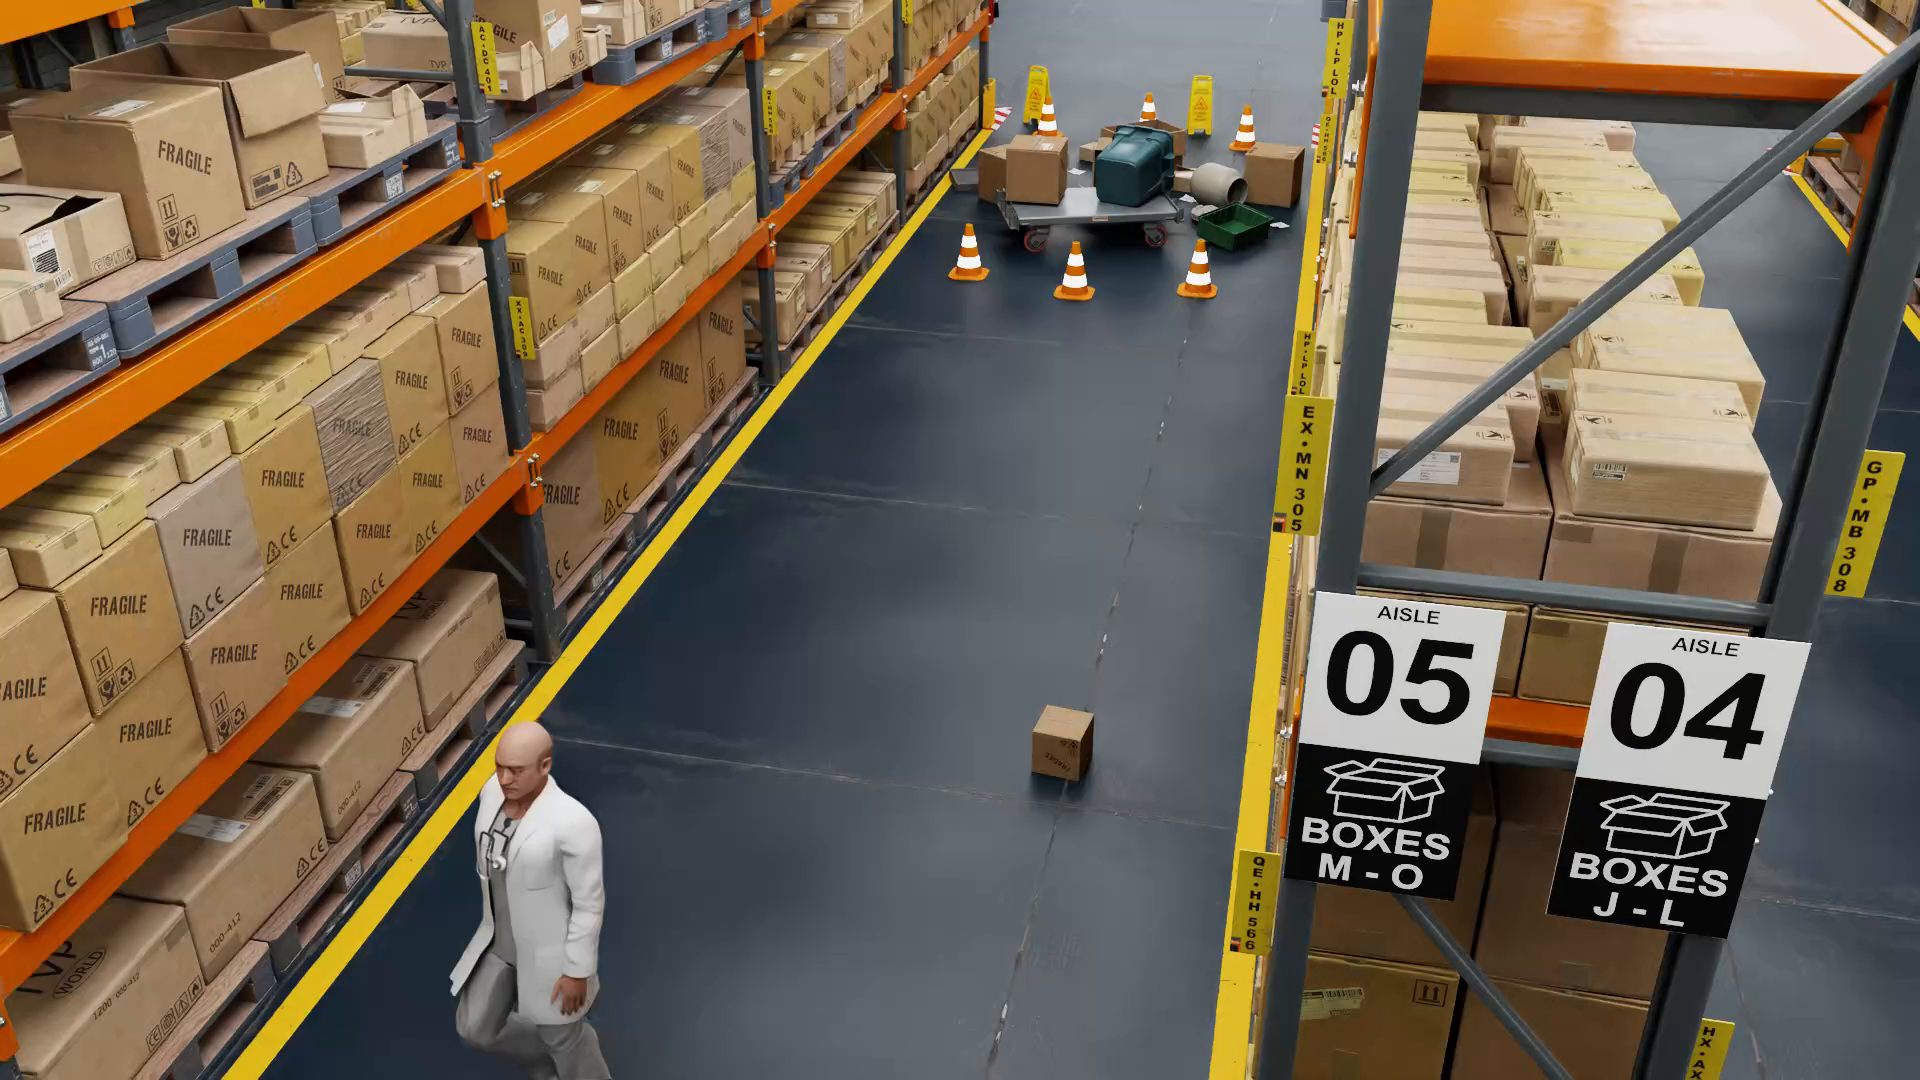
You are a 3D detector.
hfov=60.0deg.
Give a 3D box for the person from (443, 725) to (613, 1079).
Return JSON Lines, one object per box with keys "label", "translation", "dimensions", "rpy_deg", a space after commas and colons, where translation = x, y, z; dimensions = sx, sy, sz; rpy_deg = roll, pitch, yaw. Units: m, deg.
{"label": "person", "translation": [-1.539, 1.476, 5.901], "dimensions": [0.615, 1.812, 0.509], "rpy_deg": [18, 33, 29]}
